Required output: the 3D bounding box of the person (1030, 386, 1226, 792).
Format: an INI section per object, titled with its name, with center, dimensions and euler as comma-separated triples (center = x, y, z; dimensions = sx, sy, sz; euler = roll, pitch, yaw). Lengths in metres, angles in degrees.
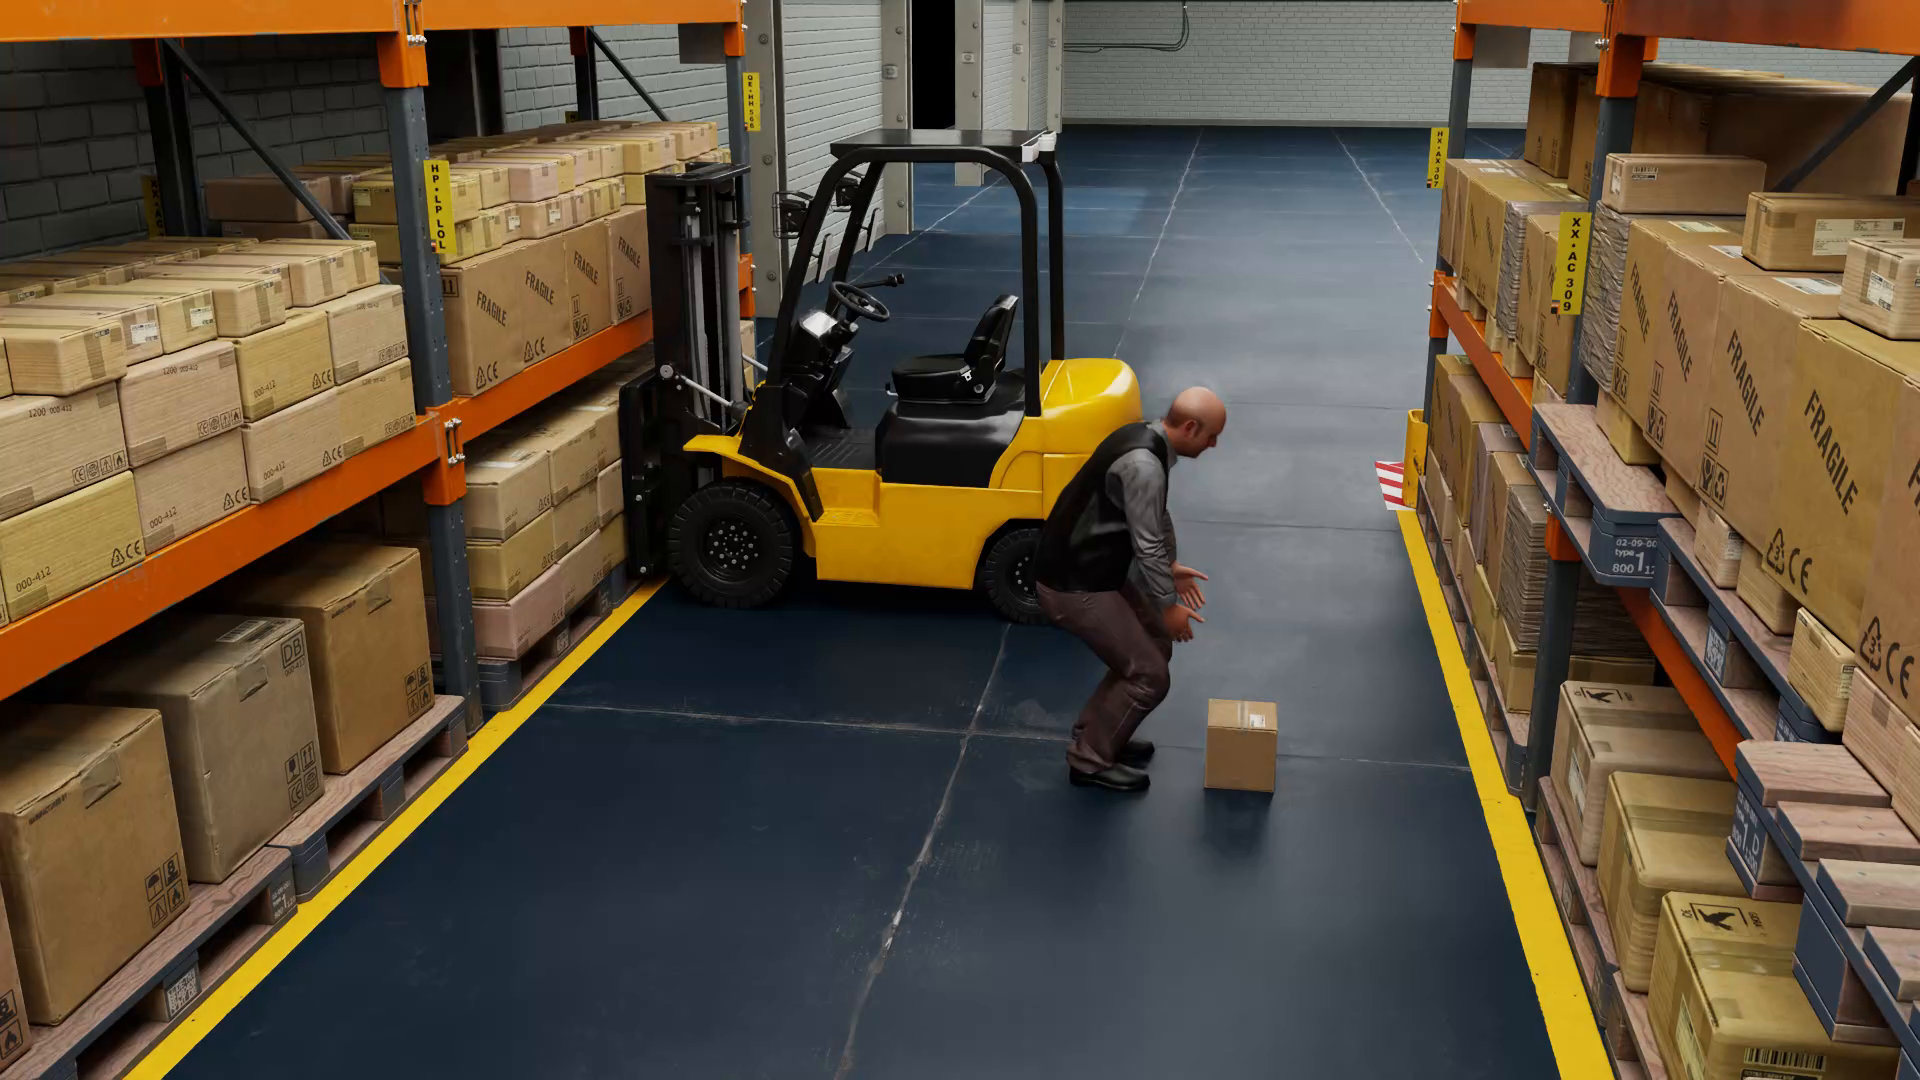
[person]
center = 0.601, 0.153, 6.057
dimensions = 0.670, 1.461, 0.590
euler = 3, 18, 9
